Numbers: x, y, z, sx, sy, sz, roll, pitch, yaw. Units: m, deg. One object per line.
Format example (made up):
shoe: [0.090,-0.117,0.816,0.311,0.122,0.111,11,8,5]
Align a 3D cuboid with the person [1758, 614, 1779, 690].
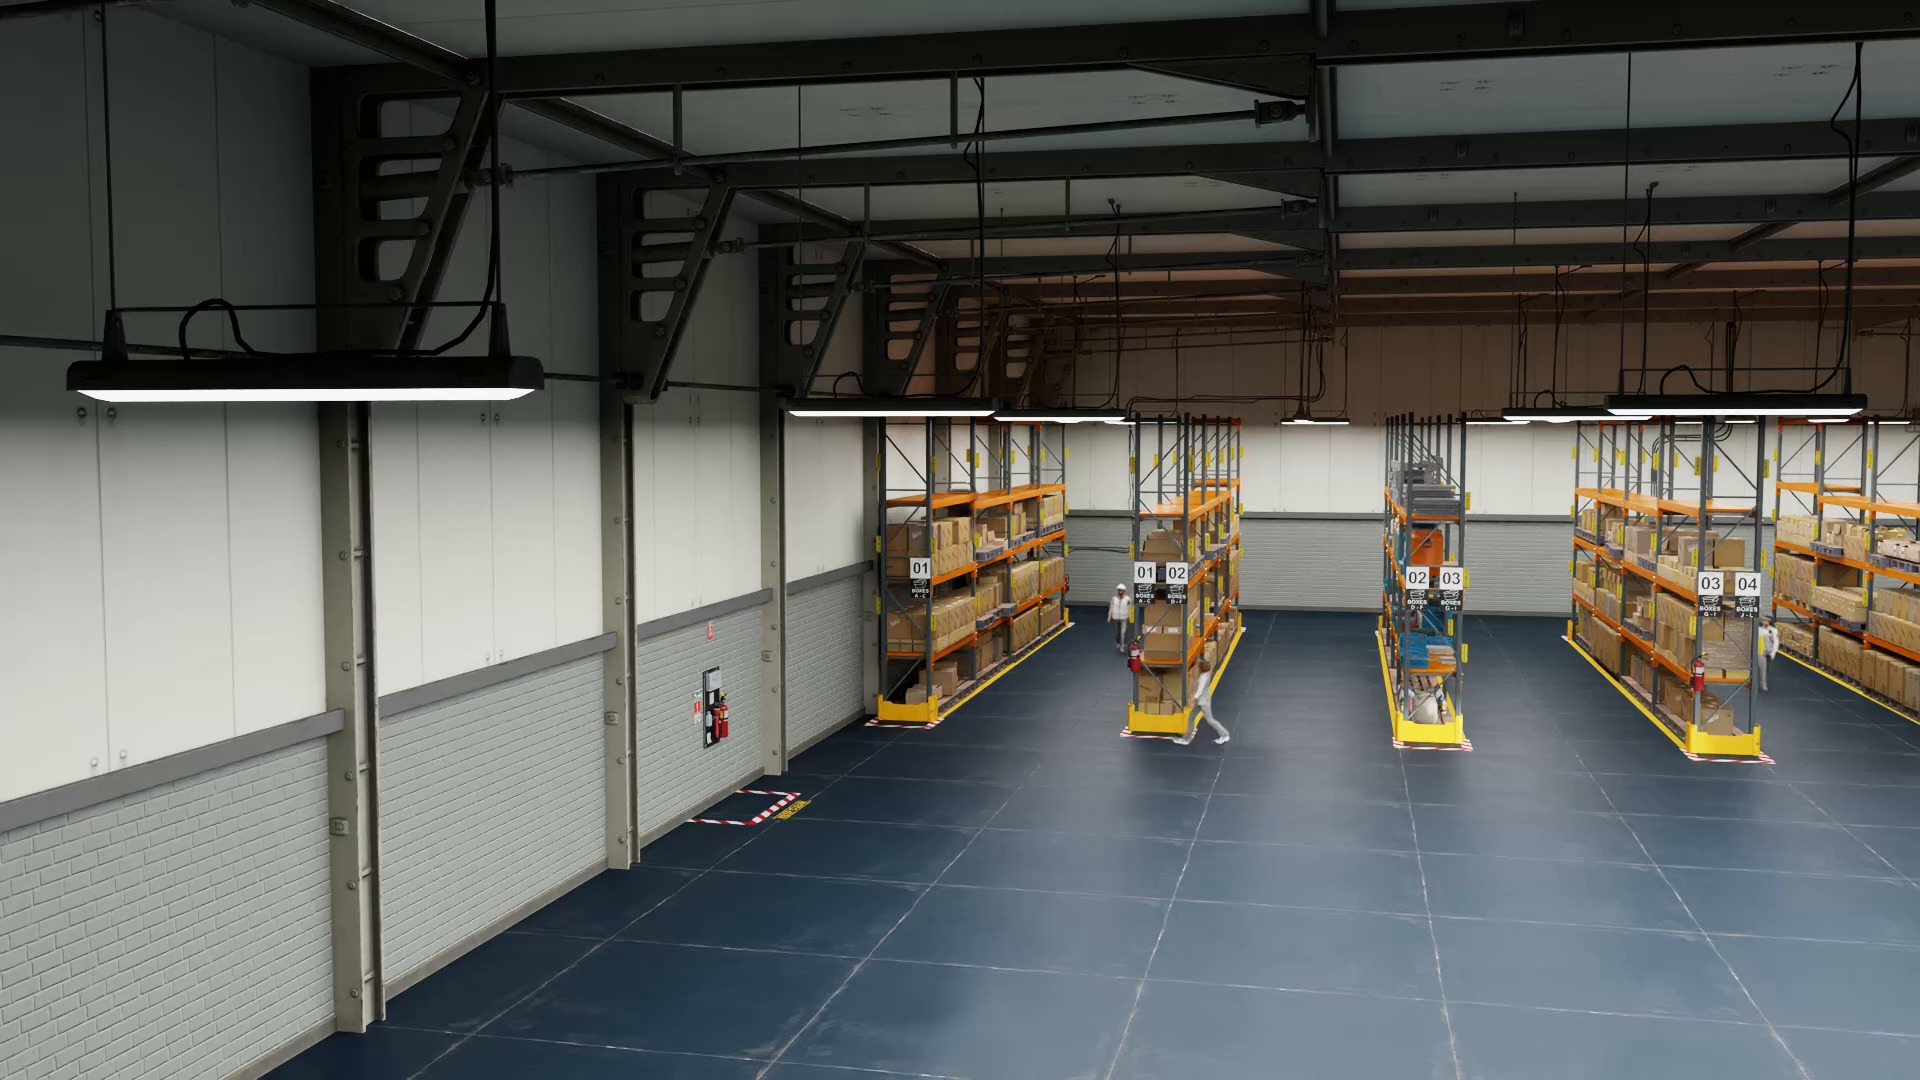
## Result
person: [17.655,2.437,36.429,0.418,1.632,0.975,1,4,8]

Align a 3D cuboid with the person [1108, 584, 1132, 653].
person: [4.094,1.991,42.399,0.603,1.727,1.043,1,4,14]

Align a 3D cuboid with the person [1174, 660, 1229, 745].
person: [4.349,2.920,29.860,0.961,1.548,0.379,0,4,-7]
